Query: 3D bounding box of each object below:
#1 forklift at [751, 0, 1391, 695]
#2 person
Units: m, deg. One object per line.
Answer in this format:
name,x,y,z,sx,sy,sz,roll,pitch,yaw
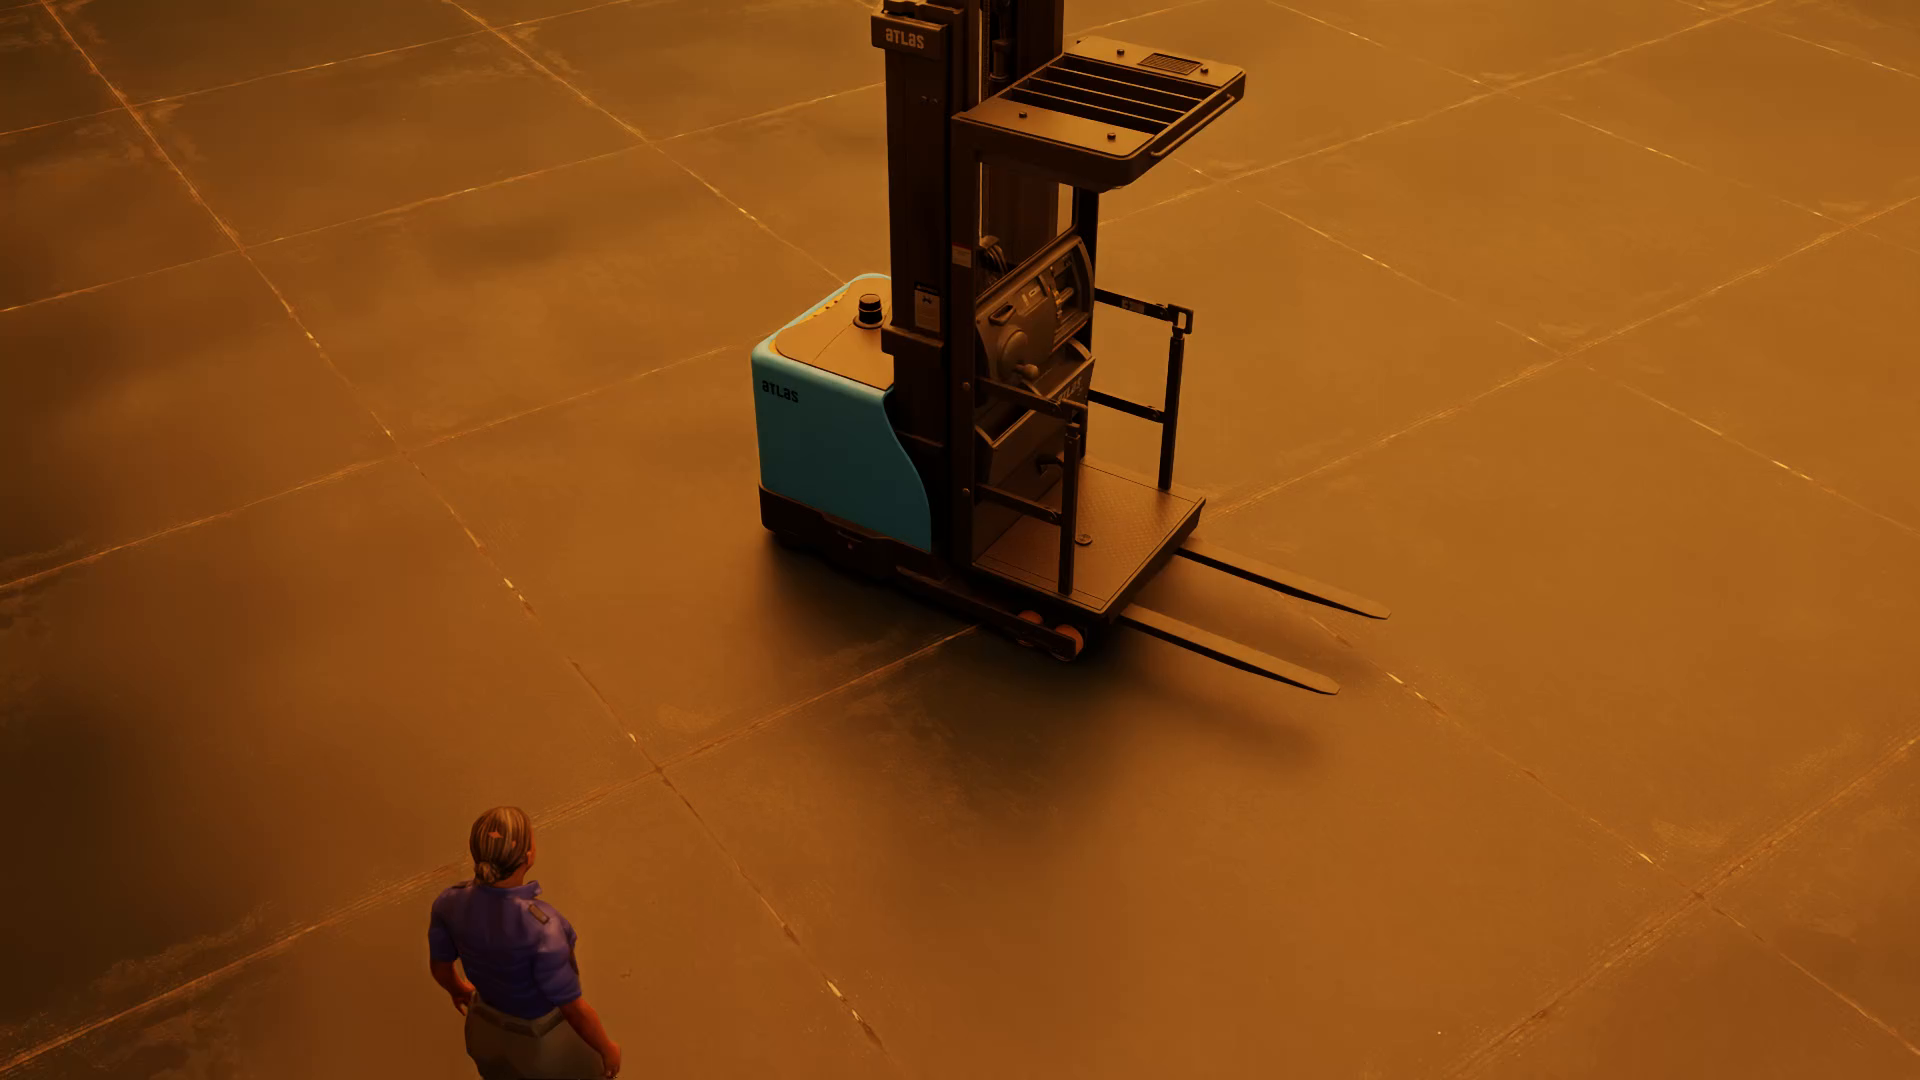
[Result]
forklift,0.514,-0.985,7.276,3.031,2.935,1.130,21,41,26
person,-1.306,1.453,5.061,0.615,1.651,0.372,14,39,18
